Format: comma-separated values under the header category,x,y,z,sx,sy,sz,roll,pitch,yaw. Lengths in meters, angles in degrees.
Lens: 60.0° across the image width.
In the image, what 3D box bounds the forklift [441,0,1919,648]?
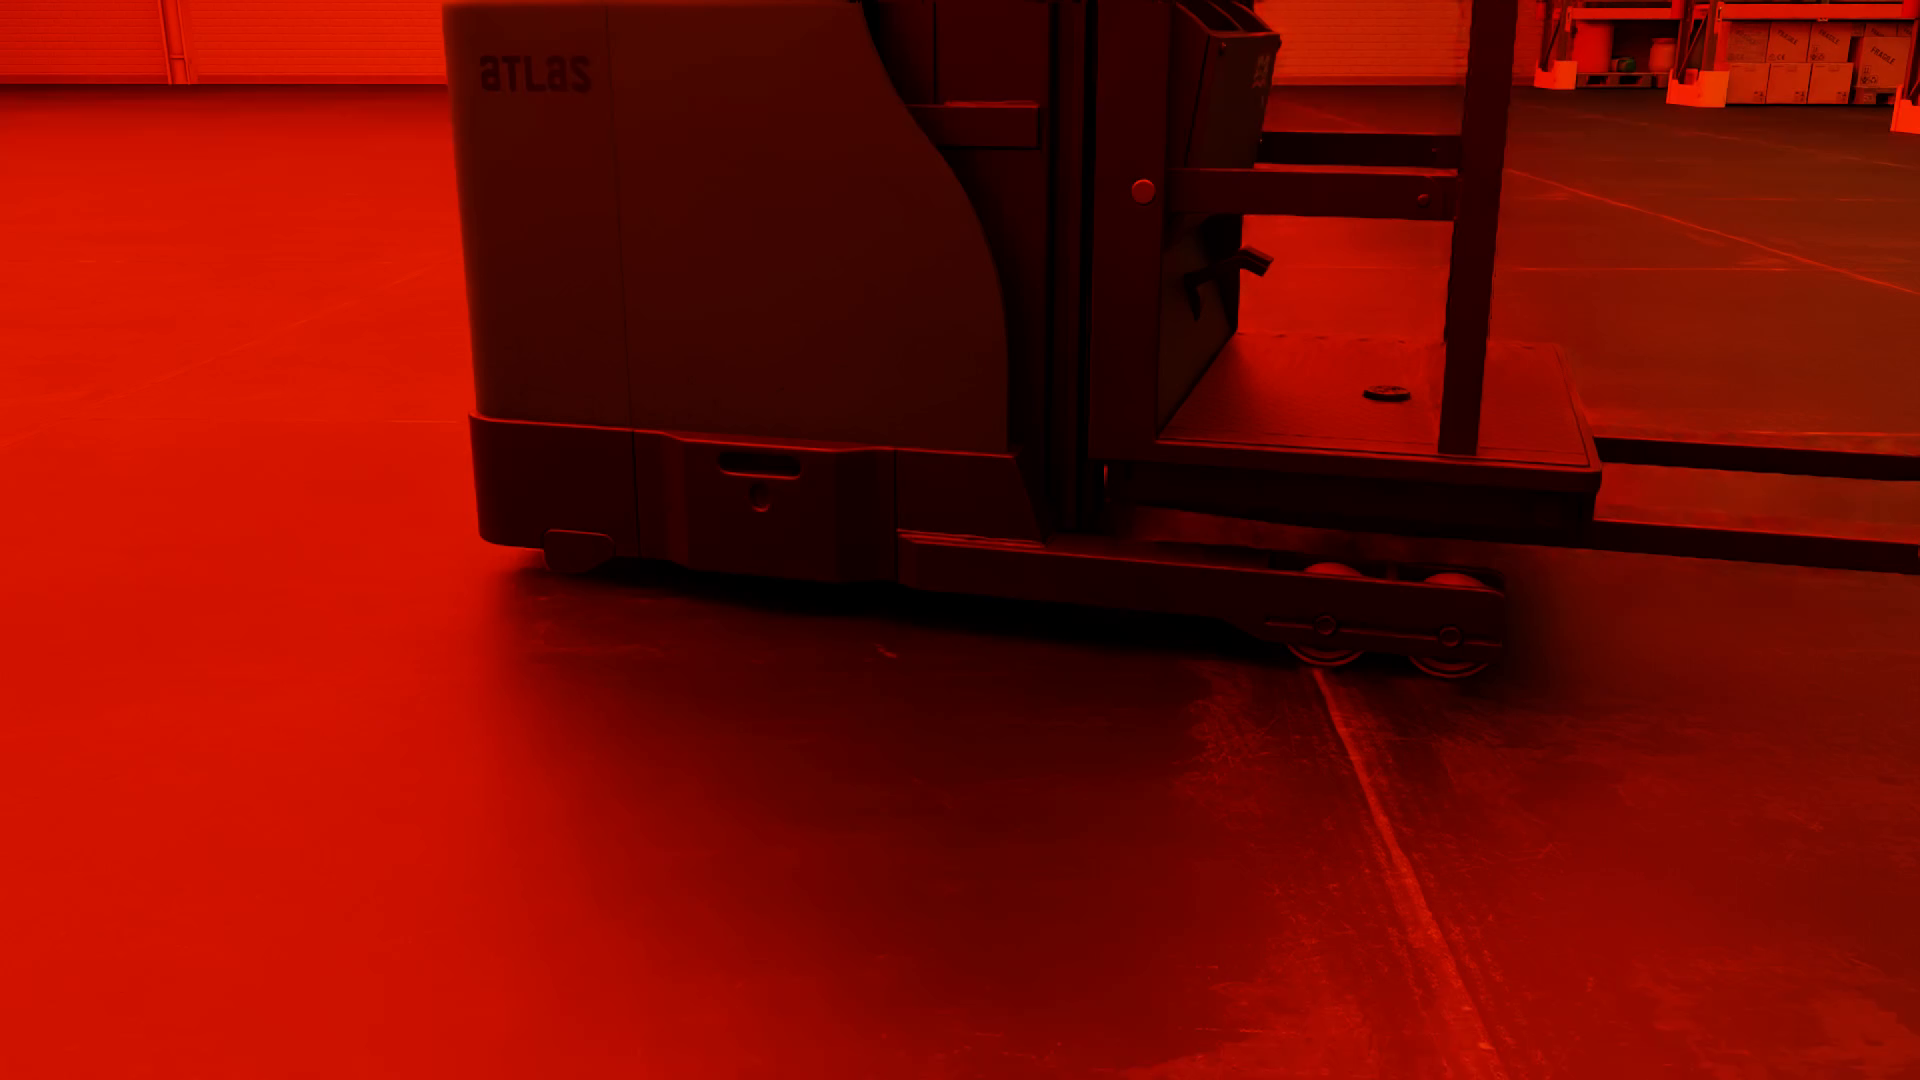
category,x,y,z,sx,sy,sz,roll,pitch,yaw
forklift,0.677,-1.385,2.891,3.031,2.935,1.130,2,17,6
